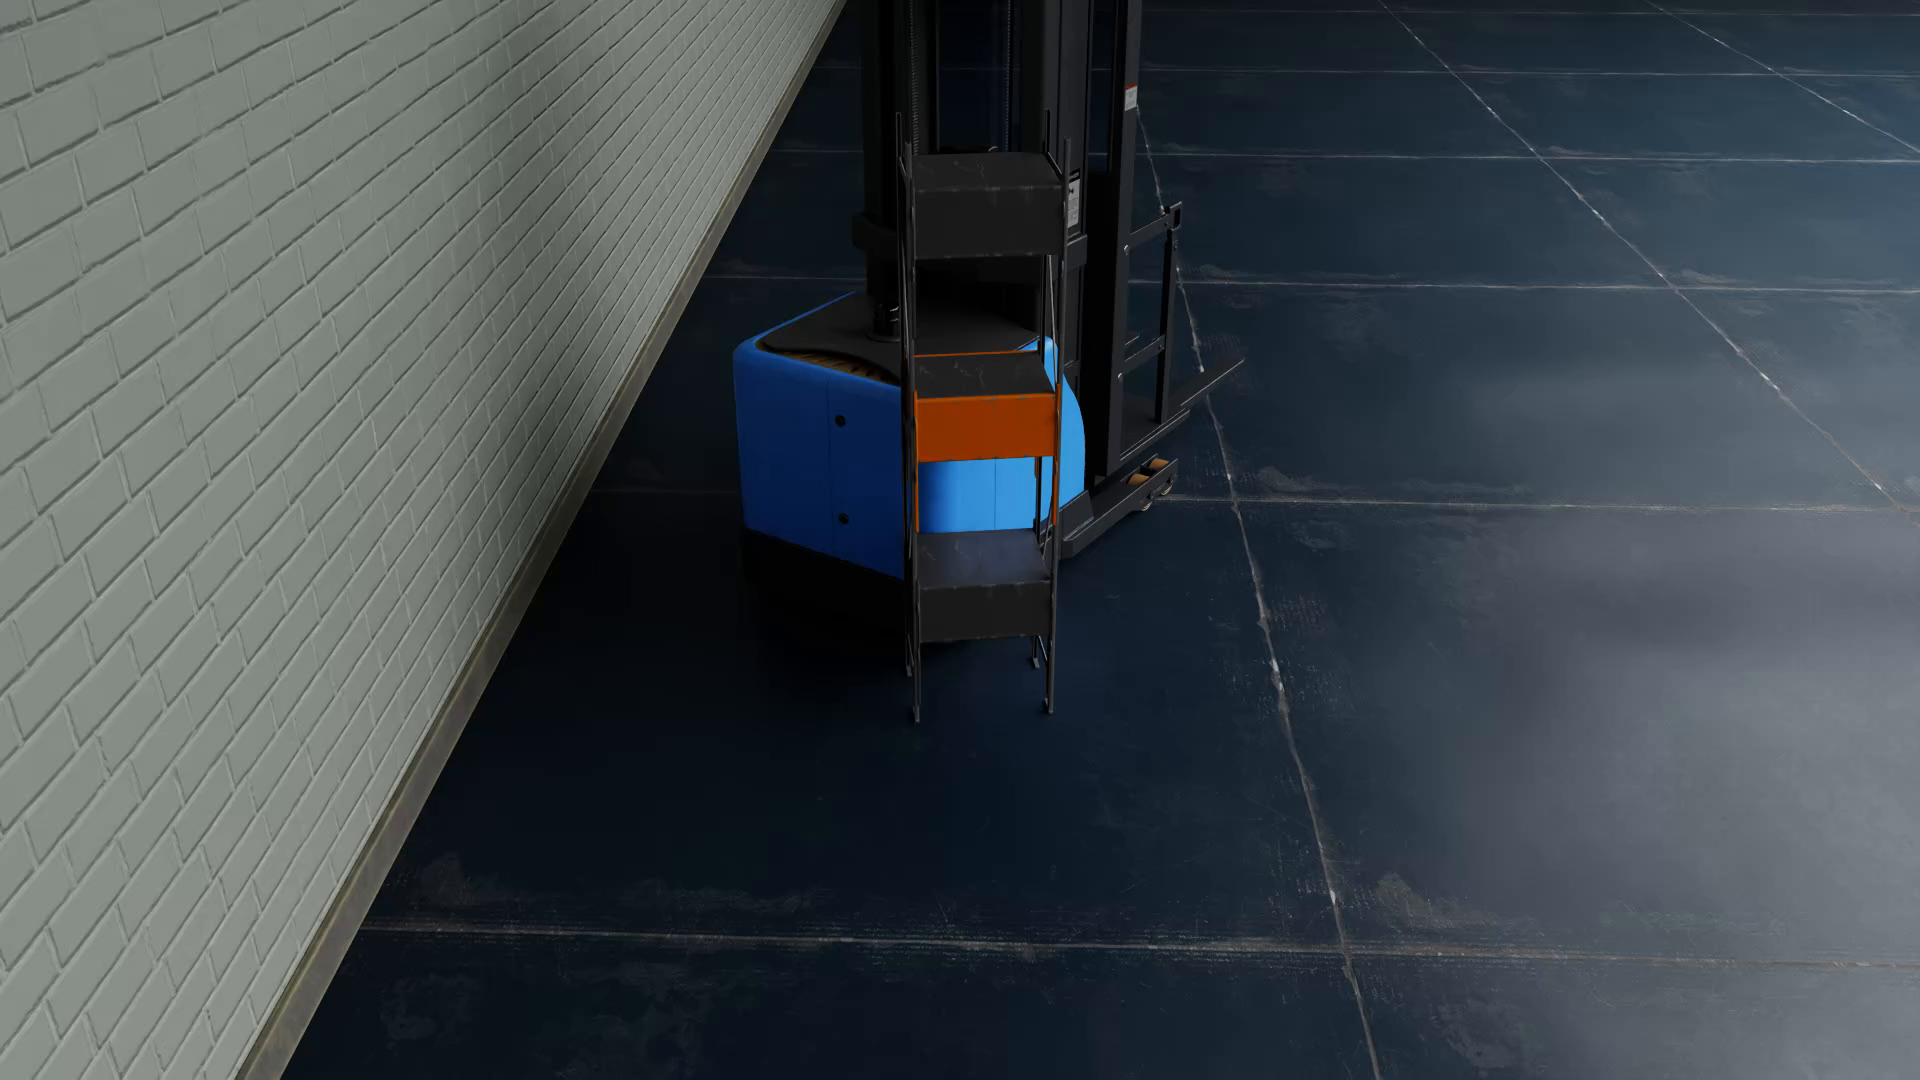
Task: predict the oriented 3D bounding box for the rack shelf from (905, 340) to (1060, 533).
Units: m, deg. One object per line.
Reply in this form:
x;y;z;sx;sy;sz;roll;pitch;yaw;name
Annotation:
0.065;-0.361;5.718;0.480;0.518;0.431;-3;28;-6;rack shelf

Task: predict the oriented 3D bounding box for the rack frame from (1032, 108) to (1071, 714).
0.307;-0.386;5.737;0.015;2.100;0.400;-3;28;-6;rack frame

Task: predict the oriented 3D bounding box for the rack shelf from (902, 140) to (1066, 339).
0.065;-0.979;5.390;0.480;0.518;0.431;-3;28;-6;rack shelf

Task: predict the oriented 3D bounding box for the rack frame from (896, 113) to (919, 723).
-0.178;-0.360;5.687;0.015;2.100;0.400;-3;28;-6;rack frame

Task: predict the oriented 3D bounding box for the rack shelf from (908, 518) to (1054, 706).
0.065;0.258;6.046;0.480;0.518;0.431;-3;28;-6;rack shelf

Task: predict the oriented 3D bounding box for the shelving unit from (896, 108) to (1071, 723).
0.065;-0.373;5.712;0.503;2.100;0.431;-3;28;-6;shelving unit

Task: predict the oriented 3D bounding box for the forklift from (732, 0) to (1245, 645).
0.346;-1.537;7.020;1.130;2.935;3.031;17;33;29;forklift
